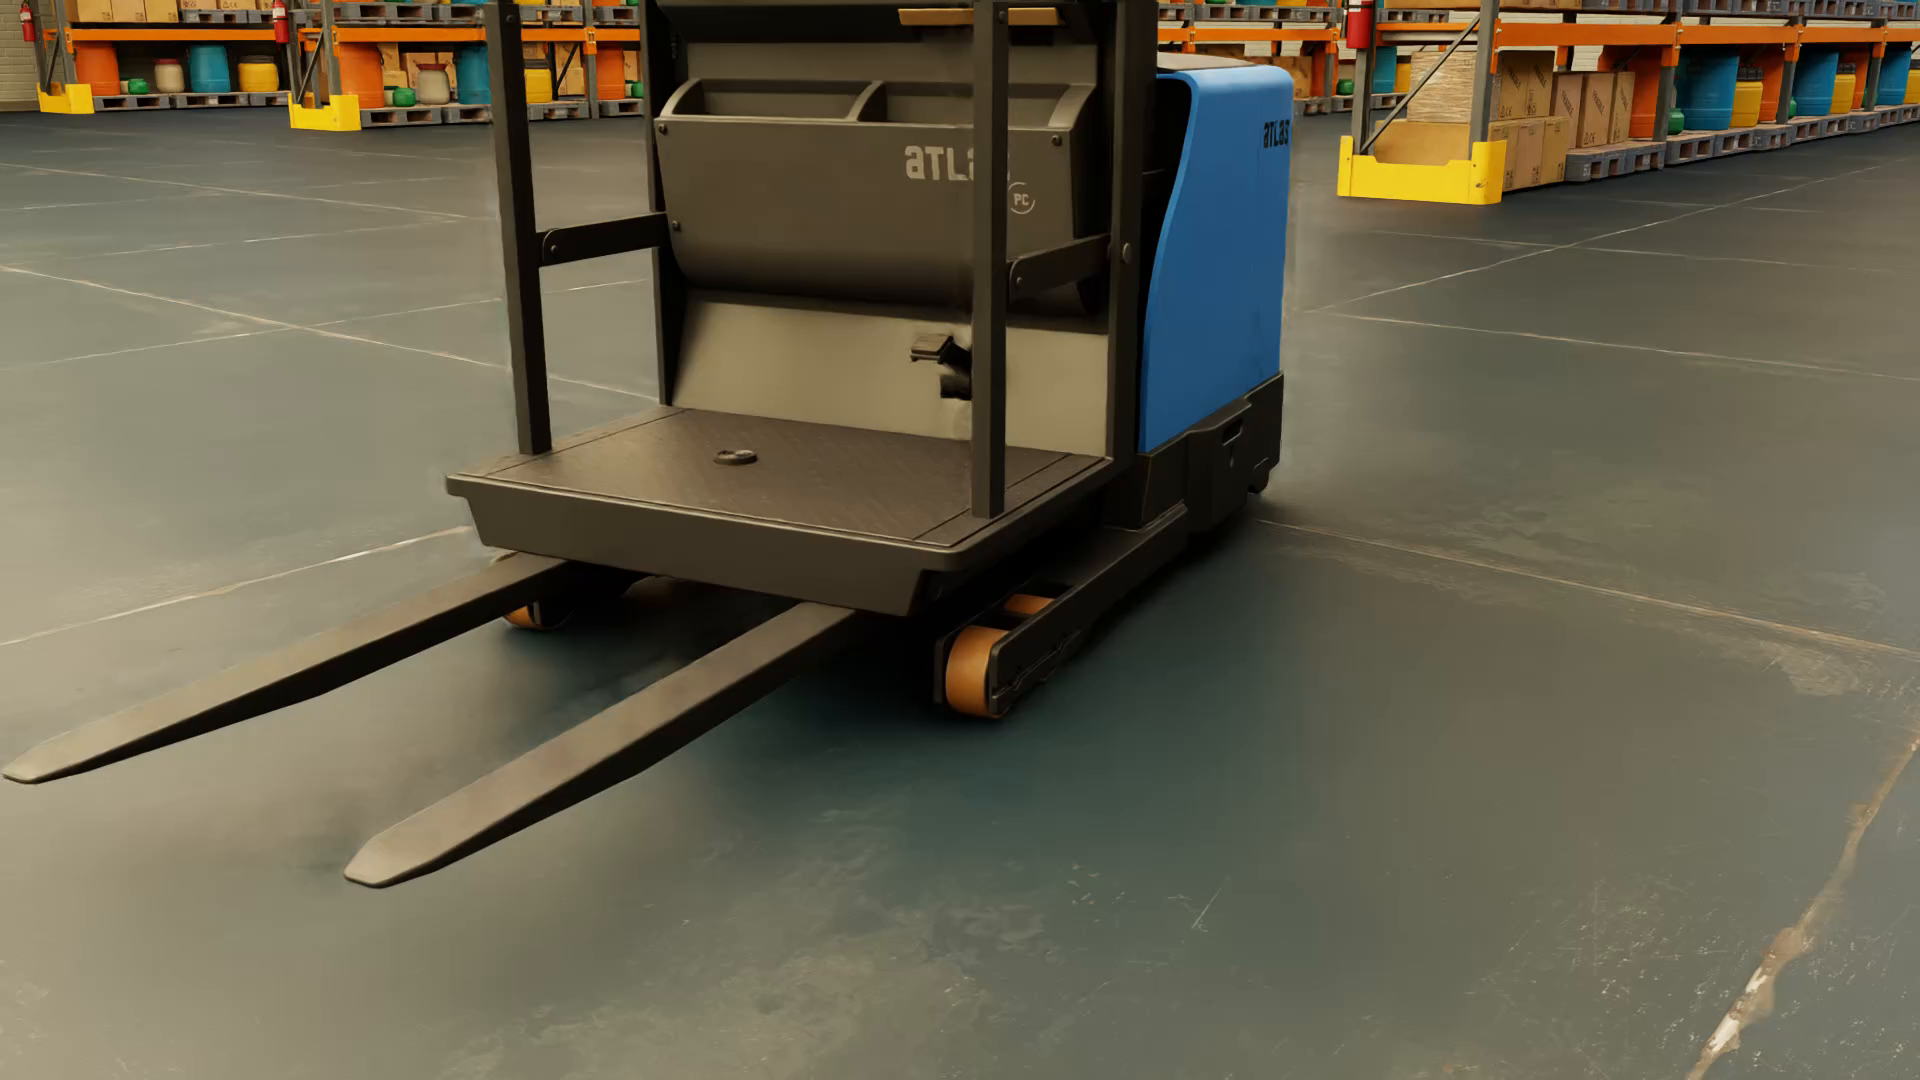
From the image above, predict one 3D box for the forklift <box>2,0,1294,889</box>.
[{"bbox_3d":[-0.275,-1.234,2.960,1.130,2.935,3.031,8,19,26],"label":"forklift"}]
